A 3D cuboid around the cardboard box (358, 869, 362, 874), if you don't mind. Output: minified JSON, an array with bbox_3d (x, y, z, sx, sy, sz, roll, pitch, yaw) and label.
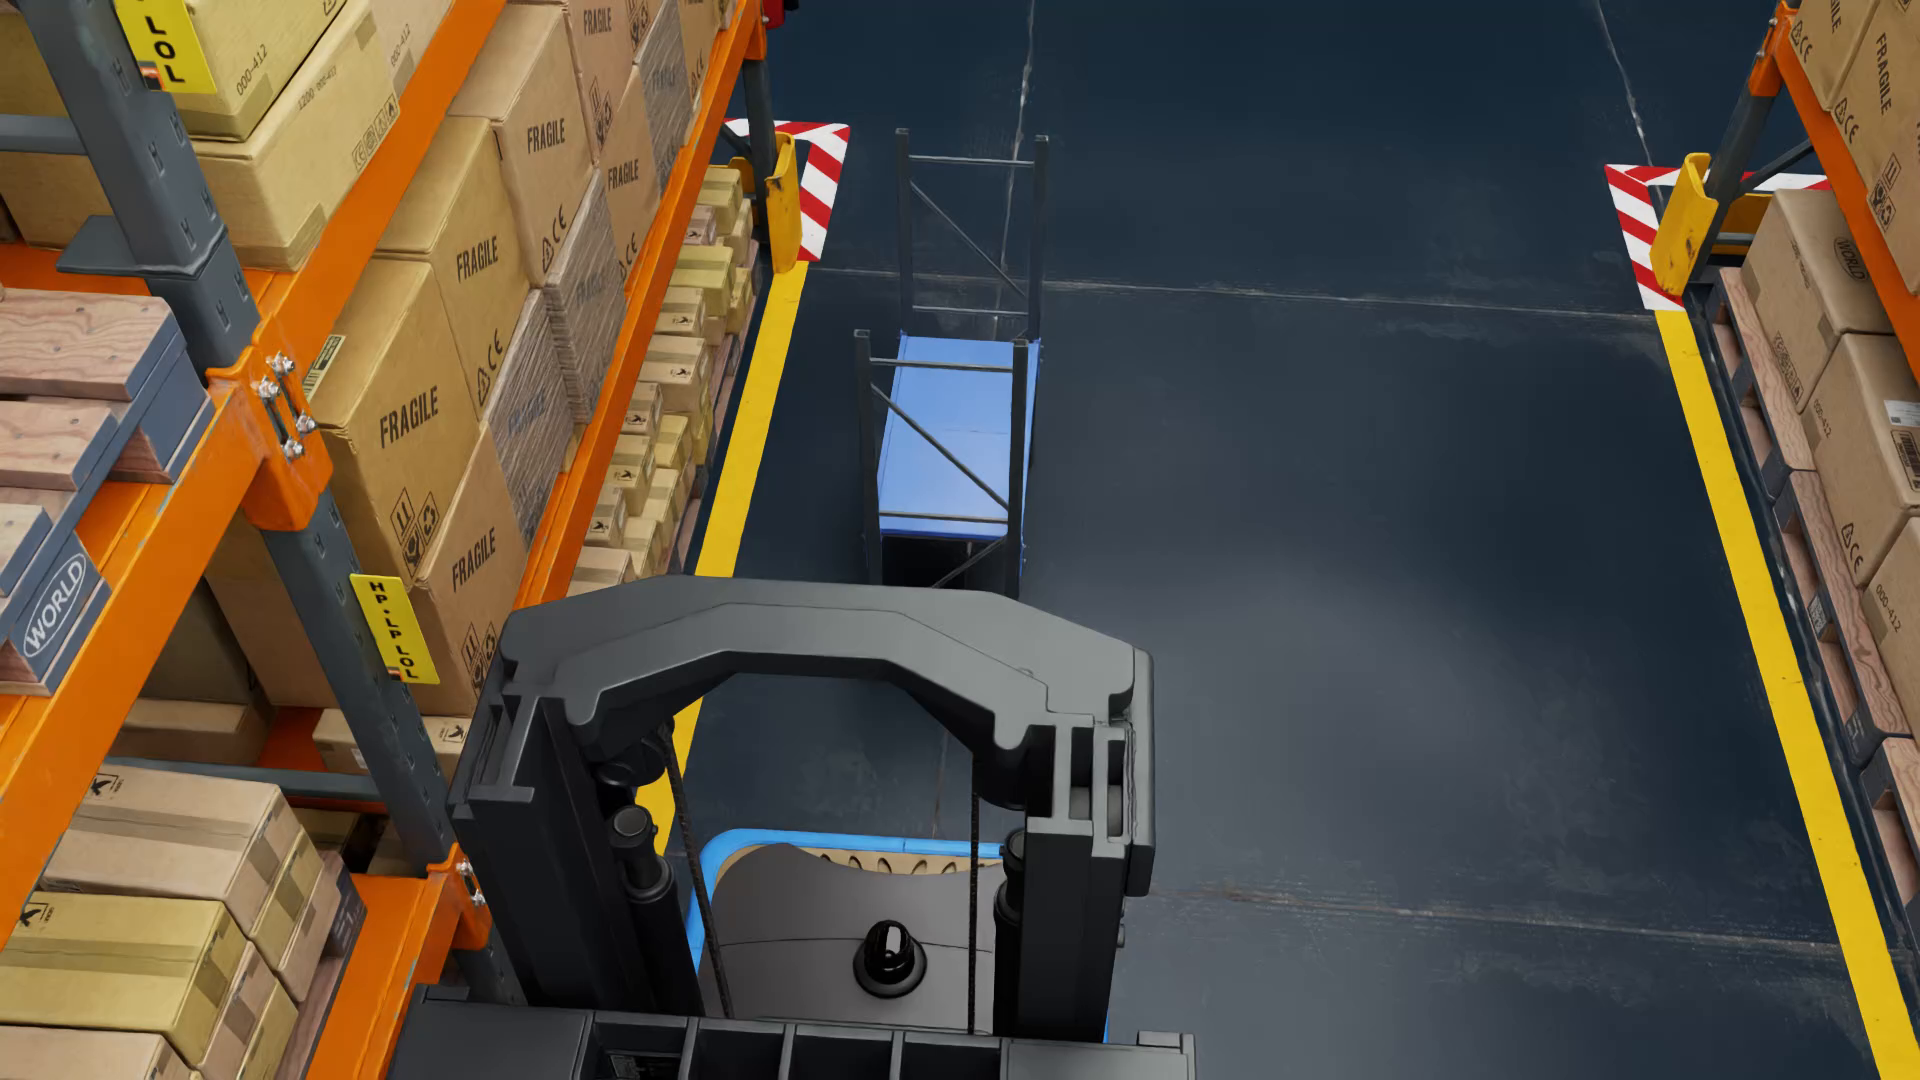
[{"bbox_3d":[-1.949,1.002,4.746,0.380,0.149,0.250,5,48,4],"label":"cardboard box"}]

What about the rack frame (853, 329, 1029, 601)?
[{"bbox_3d":[-0.054,-0.070,5.298,0.500,1.500,0.032,4,48,4],"label":"rack frame"}]

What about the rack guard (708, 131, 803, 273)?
[{"bbox_3d":[-1.304,-1.505,7.287,1.175,0.500,0.348,4,48,4],"label":"rack guard"}]

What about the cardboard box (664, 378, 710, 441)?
[{"bbox_3d":[-1.141,-0.514,6.133,0.380,0.149,0.250,5,48,4],"label":"cardboard box"}]

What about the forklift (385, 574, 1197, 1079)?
[{"bbox_3d":[-0.240,1.562,2.835,1.130,2.935,3.031,3,48,3],"label":"forklift"}]

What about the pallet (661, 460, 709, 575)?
[{"bbox_3d":[-1.527,0.082,6.032,1.003,0.211,1.213,4,48,4],"label":"pallet"}]

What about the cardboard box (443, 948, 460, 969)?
[{"bbox_3d":[-1.308,1.110,4.850,0.380,0.149,0.250,2,48,2],"label":"cardboard box"}]

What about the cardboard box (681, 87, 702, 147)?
[{"bbox_3d":[-1.113,-1.506,5.765,0.380,0.149,0.250,5,48,5],"label":"cardboard box"}]

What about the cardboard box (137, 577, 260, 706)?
[{"bbox_3d":[-1.899,0.027,3.923,0.500,0.500,0.500,4,48,4],"label":"cardboard box"}]

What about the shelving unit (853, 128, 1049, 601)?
[{"bbox_3d":[-0.008,-0.443,5.639,0.538,1.500,1.048,4,48,4],"label":"shelving unit"}]

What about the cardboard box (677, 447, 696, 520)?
[{"bbox_3d":[-1.185,-0.225,6.071,0.380,0.149,0.250,5,48,4],"label":"cardboard box"}]

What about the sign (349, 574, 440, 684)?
[{"bbox_3d":[-1.108,0.179,3.269,0.100,0.325,0.005,4,48,4],"label":"sign"}]

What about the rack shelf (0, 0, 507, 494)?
[{"bbox_3d":[-1.479,-1.704,4.230,1.077,0.370,4.000,4,48,4],"label":"rack shelf"}]

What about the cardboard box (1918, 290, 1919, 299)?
[{"bbox_3d":[3.201,-0.730,4.817,0.500,0.500,0.500,5,48,5],"label":"cardboard box"}]

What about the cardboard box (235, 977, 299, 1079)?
[{"bbox_3d":[-1.523,0.975,3.212,0.380,0.149,0.250,4,48,4],"label":"cardboard box"}]

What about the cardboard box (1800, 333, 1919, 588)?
[{"bbox_3d":[3.606,-0.258,5.905,0.875,0.438,0.875,5,48,5],"label":"cardboard box"}]

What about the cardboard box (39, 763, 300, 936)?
[{"bbox_3d":[-1.503,0.586,3.164,0.380,0.149,0.250,6,48,5],"label":"cardboard box"}]

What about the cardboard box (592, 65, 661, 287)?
[{"bbox_3d":[-1.226,-1.074,4.930,0.500,0.500,0.500,6,48,5],"label":"cardboard box"}]

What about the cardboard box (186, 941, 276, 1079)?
[{"bbox_3d":[-1.524,0.877,3.099,0.380,0.149,0.250,4,48,4],"label":"cardboard box"}]

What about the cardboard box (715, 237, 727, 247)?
[{"bbox_3d":[-1.138,-1.089,6.659,0.380,0.149,0.250,3,48,3],"label":"cardboard box"}]

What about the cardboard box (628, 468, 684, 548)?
[{"bbox_3d":[-1.180,-0.122,5.775,0.380,0.149,0.250,4,48,4],"label":"cardboard box"}]

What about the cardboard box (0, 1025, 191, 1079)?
[{"bbox_3d":[-1.553,0.973,2.810,0.380,0.149,0.250,2,48,2],"label":"cardboard box"}]

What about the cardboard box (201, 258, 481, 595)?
[{"bbox_3d":[-1.377,-0.251,3.500,0.500,0.500,0.500,5,48,4],"label":"cardboard box"}]

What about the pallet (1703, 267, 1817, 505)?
[{"bbox_3d":[3.647,-0.611,6.666,1.003,0.211,1.213,4,48,4],"label":"pallet"}]

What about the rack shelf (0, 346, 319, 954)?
[{"bbox_3d":[-1.844,1.235,1.542,1.077,0.370,4.000,4,48,4],"label":"rack shelf"}]

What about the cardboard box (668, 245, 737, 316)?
[{"bbox_3d":[-1.070,-0.999,6.375,0.380,0.149,0.250,3,48,3],"label":"cardboard box"}]

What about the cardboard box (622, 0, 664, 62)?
[{"bbox_3d":[-1.175,-1.768,4.887,0.500,0.500,0.500,6,48,5],"label":"cardboard box"}]

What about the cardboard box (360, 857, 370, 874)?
[{"bbox_3d":[-1.965,1.045,4.909,0.380,0.149,0.250,4,48,4],"label":"cardboard box"}]

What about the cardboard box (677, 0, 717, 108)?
[{"bbox_3d":[-1.133,-1.813,5.606,0.500,0.500,0.500,3,48,3],"label":"cardboard box"}]

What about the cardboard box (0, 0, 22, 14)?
[{"bbox_3d":[-1.394,-0.927,2.525,0.380,0.149,0.250,3,48,3],"label":"cardboard box"}]

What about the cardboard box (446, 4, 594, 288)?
[{"bbox_3d":[-1.269,-1.002,4.186,0.500,0.500,0.500,5,48,4],"label":"cardboard box"}]

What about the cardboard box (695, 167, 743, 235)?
[{"bbox_3d":[-1.093,-1.378,6.722,0.380,0.149,0.250,4,48,4],"label":"cardboard box"}]

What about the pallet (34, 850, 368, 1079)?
[{"bbox_3d":[-1.876,1.152,3.294,1.003,0.211,1.213,4,48,4],"label":"pallet"}]

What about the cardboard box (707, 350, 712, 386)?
[{"bbox_3d":[-1.179,-0.616,6.428,0.380,0.149,0.250,4,48,4],"label":"cardboard box"}]

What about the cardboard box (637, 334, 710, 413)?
[{"bbox_3d":[-1.126,-0.612,6.021,0.380,0.149,0.250,5,48,5],"label":"cardboard box"}]

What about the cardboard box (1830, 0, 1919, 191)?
[{"bbox_3d":[3.294,-1.472,5.496,0.500,0.500,0.500,3,48,3],"label":"cardboard box"}]

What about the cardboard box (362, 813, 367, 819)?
[{"bbox_3d":[-1.904,0.686,4.834,0.380,0.149,0.250,4,48,4],"label":"cardboard box"}]

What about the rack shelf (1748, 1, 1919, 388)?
[{"bbox_3d":[3.460,-0.433,5.101,1.077,0.370,4.000,4,48,4],"label":"rack shelf"}]

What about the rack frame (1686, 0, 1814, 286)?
[{"bbox_3d":[3.642,-2.145,6.179,1.000,3.000,0.127,4,48,4],"label":"rack frame"}]

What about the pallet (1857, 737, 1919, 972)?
[{"bbox_3d":[3.425,1.182,5.026,1.003,0.211,1.213,4,48,4],"label":"pallet"}]

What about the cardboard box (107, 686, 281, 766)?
[{"bbox_3d":[-1.868,0.394,4.027,0.380,0.149,0.250,3,48,3],"label":"cardboard box"}]

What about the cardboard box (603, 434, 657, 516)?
[{"bbox_3d":[-1.256,-0.231,5.673,0.380,0.149,0.250,4,48,4],"label":"cardboard box"}]

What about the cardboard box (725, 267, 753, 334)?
[{"bbox_3d":[-1.060,-0.987,6.767,0.380,0.149,0.250,5,48,5],"label":"cardboard box"}]

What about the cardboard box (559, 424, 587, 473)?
[{"bbox_3d":[-1.269,-0.341,4.699,0.380,0.149,0.250,5,48,4],"label":"cardboard box"}]

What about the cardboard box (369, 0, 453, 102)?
[{"bbox_3d":[-1.320,-1.118,3.308,0.500,0.250,0.500,3,48,3],"label":"cardboard box"}]

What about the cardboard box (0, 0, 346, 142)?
[{"bbox_3d":[-1.378,-0.933,2.800,0.500,0.250,0.500,5,48,5],"label":"cardboard box"}]

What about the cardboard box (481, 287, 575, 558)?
[{"bbox_3d":[-1.327,-0.310,4.231,0.500,0.500,0.500,4,48,4],"label":"cardboard box"}]

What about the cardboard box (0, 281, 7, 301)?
[{"bbox_3d":[-1.805,-0.381,2.181,0.700,0.500,0.500,4,48,4],"label":"cardboard box"}]

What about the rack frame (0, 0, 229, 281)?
[{"bbox_3d":[-1.661,-1.489,1.514,1.000,3.000,0.127,4,48,4],"label":"rack frame"}]

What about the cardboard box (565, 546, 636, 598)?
[{"bbox_3d":[-1.260,0.153,5.321,0.380,0.149,0.250,5,48,4],"label":"cardboard box"}]
